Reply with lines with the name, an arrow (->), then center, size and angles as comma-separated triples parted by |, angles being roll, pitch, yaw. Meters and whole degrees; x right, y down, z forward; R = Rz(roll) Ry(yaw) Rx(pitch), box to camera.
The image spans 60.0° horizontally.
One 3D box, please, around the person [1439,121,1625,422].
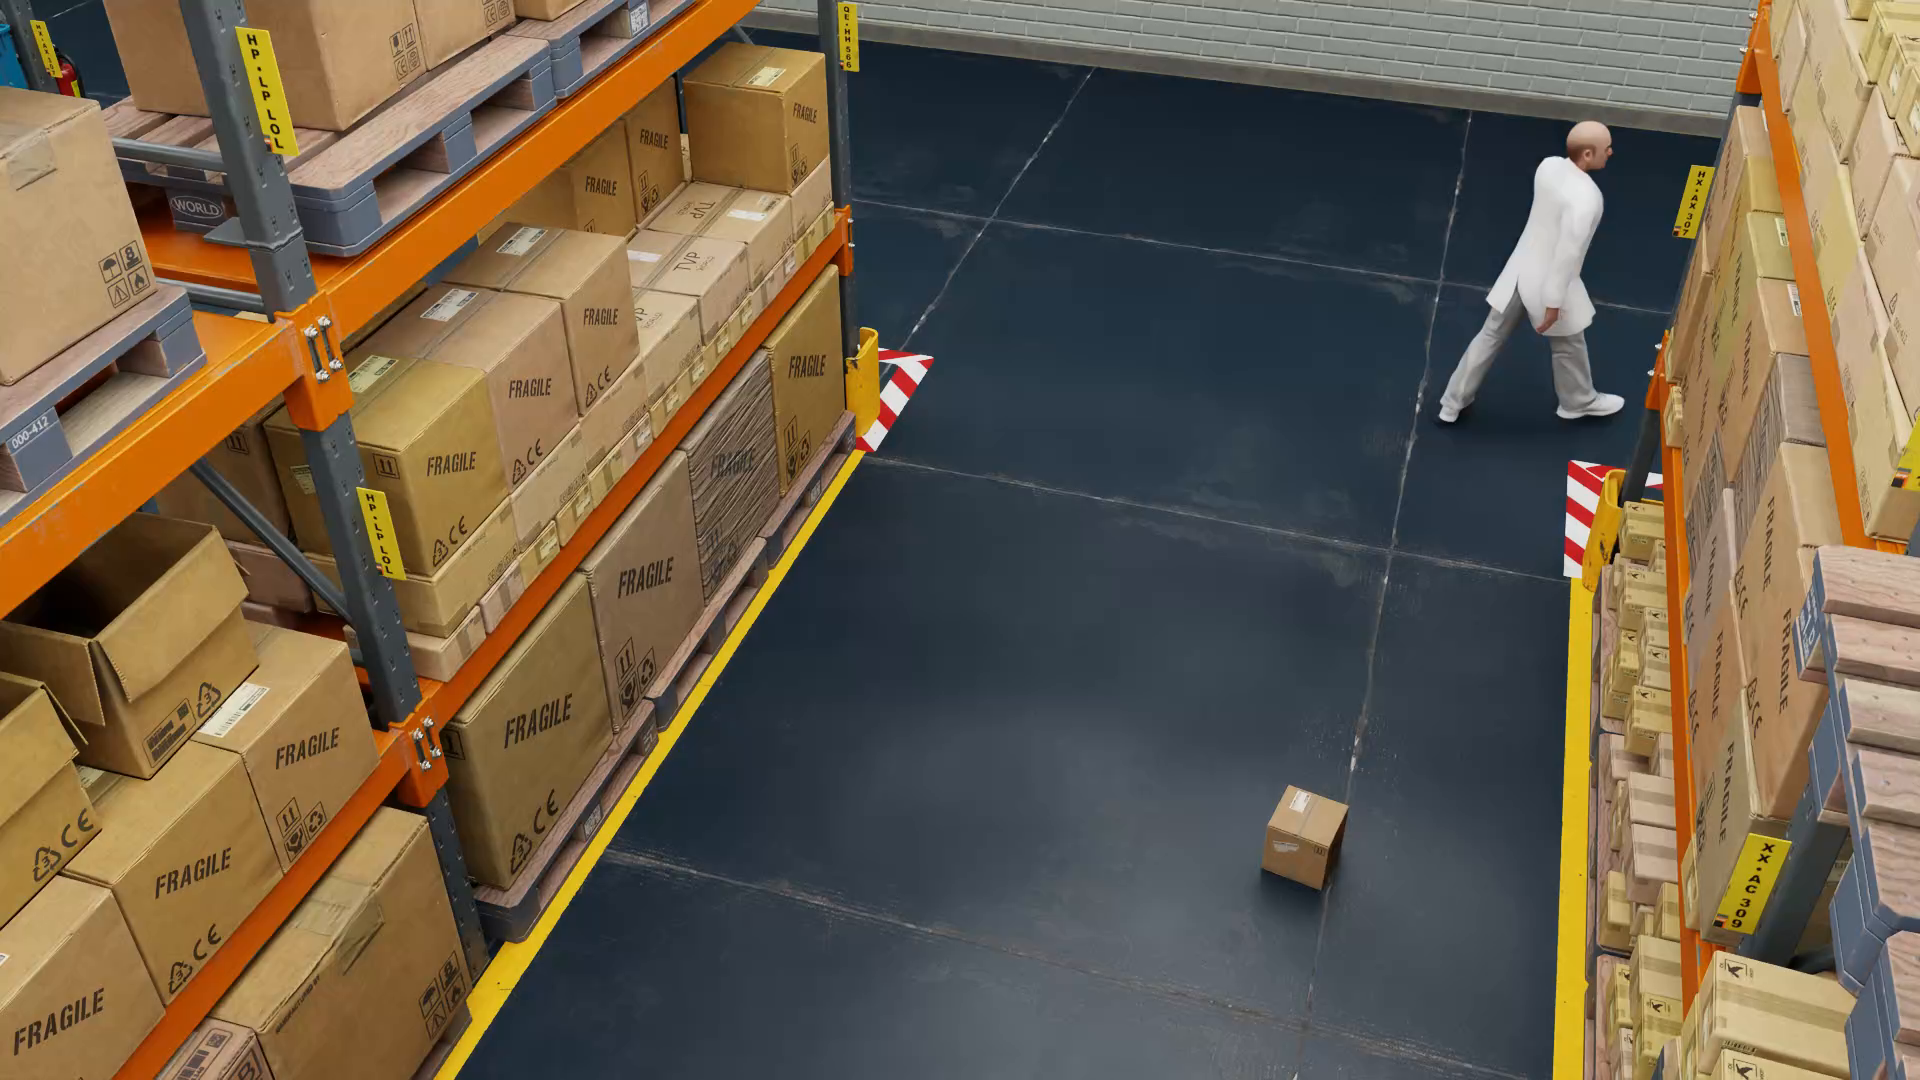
person -> 3.162, -1.403, 8.773 | 1.025, 1.725, 0.624 | -10, 38, -13
